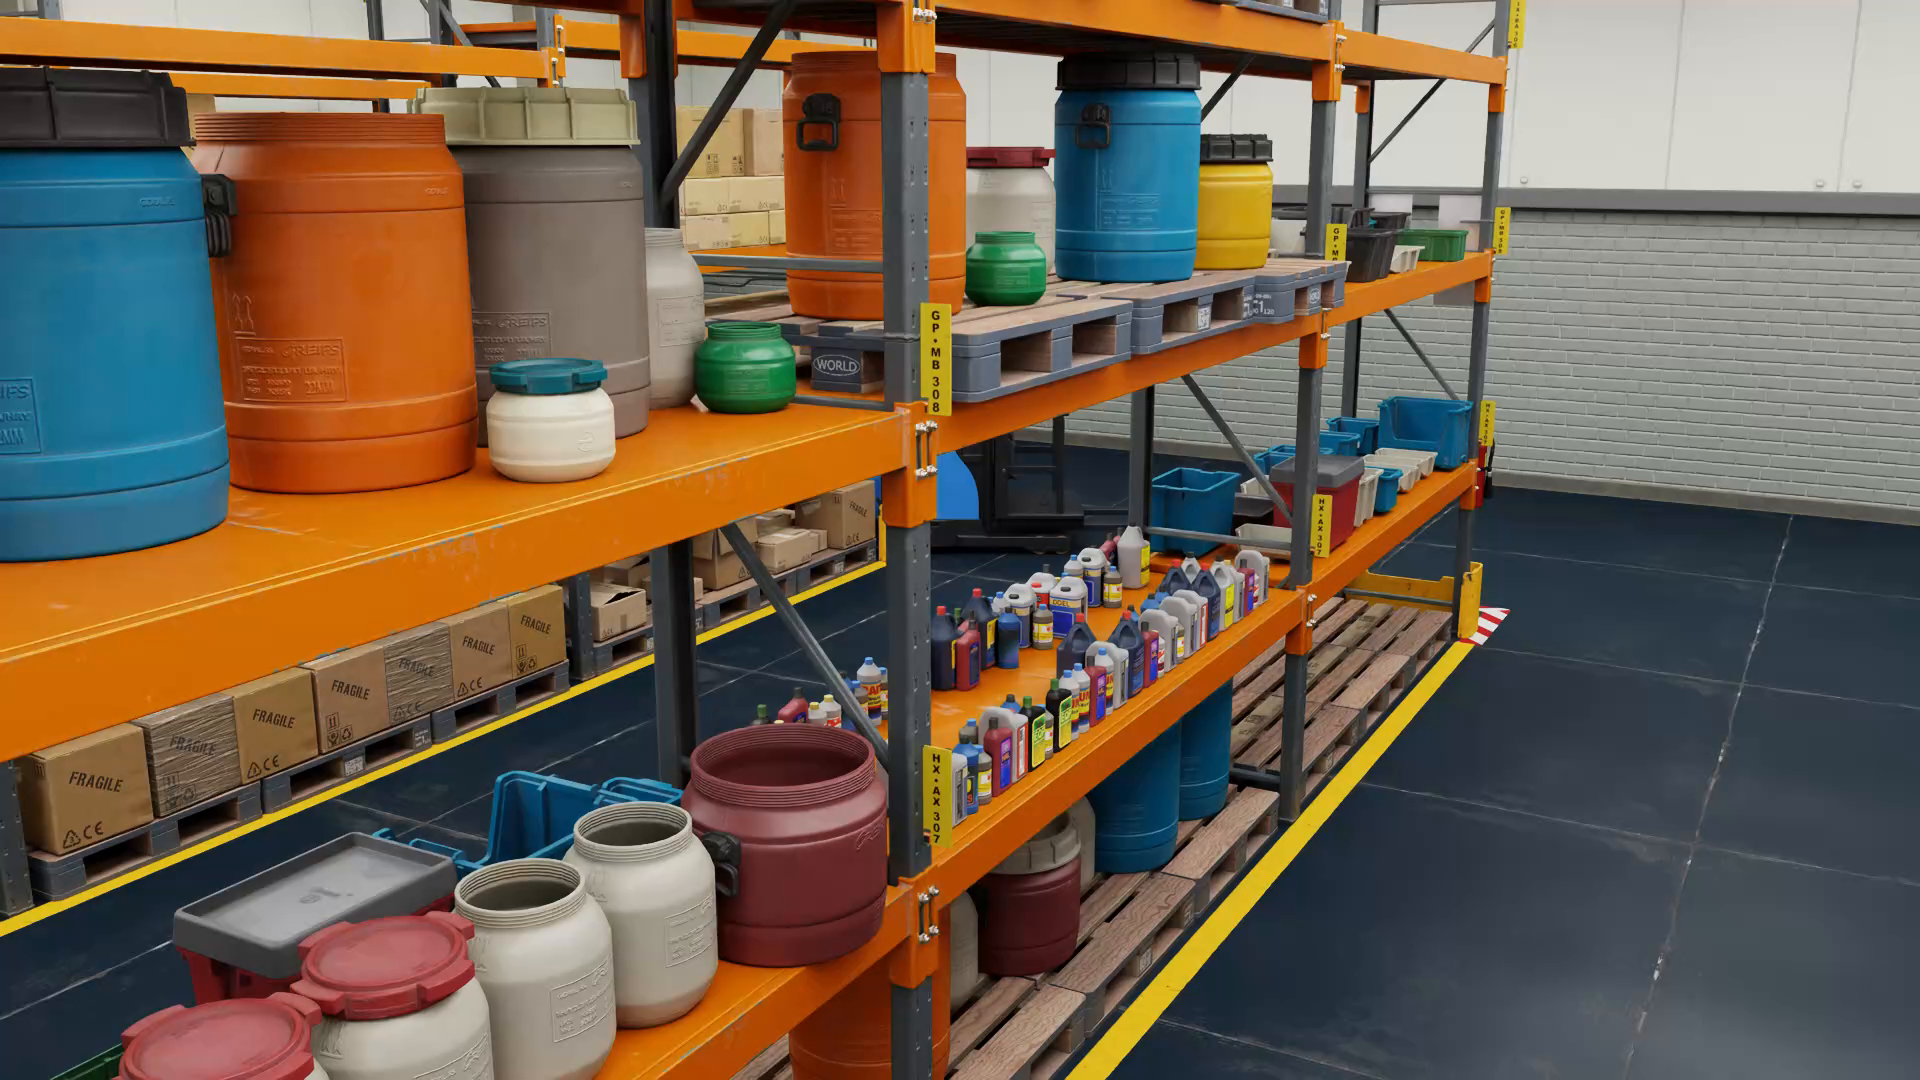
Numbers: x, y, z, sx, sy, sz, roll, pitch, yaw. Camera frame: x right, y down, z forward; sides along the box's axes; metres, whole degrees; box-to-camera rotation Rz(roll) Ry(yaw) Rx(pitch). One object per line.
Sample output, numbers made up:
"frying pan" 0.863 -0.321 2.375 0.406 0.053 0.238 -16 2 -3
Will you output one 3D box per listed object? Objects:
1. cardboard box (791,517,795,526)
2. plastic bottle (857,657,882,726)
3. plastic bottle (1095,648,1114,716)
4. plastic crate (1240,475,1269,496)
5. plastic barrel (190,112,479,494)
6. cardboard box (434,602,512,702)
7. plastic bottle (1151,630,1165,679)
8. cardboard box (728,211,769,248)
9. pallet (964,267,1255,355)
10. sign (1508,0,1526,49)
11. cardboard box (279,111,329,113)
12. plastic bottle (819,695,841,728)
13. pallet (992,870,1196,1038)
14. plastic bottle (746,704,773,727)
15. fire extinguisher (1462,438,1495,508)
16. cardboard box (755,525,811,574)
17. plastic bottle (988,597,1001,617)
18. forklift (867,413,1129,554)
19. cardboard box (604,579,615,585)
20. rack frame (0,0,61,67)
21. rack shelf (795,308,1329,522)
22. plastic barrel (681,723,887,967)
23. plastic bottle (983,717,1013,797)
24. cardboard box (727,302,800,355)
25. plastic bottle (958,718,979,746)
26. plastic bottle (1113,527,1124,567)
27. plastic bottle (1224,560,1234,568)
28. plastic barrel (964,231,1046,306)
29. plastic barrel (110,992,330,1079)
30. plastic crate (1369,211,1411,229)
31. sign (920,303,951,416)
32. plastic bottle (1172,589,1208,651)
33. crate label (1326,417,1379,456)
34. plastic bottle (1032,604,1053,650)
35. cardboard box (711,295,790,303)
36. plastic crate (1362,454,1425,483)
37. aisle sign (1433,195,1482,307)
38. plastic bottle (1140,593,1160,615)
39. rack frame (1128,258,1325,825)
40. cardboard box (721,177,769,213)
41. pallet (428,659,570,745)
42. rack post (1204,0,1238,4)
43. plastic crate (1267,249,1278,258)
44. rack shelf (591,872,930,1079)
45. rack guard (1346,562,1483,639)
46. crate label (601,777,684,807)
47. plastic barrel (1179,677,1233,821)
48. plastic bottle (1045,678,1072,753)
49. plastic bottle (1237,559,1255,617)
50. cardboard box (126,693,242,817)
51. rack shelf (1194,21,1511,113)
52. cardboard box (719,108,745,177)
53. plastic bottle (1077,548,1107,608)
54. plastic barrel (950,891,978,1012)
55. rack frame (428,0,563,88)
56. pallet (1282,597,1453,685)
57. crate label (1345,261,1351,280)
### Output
"cardboard box" -1.646 -0.122 14.463 0.380 0.166 0.250 7 15 28
"plastic bottle" -0.362 0.602 6.628 0.097 0.271 0.097 0 14 0
"plastic bottle" 0.575 0.572 6.751 0.097 0.271 0.097 0 14 0
"plastic crate" 1.957 -0.294 10.502 0.293 0.136 0.466 7 15 28
"plastic barrel" -1.458 -0.570 3.896 0.600 0.830 0.708 7 15 28
"cardboard box" -3.190 0.672 10.456 0.500 0.500 0.500 7 15 28
"plastic bottle" 0.841 0.493 7.228 0.097 0.201 0.097 0 14 0
"cardboard box" -1.777 -2.328 12.425 0.500 0.250 0.500 7 15 28
"pallet" 0.539 -0.963 6.846 1.003 0.211 1.213 7 15 28
"sign" 3.802 -3.523 11.349 0.100 0.325 0.005 7 15 28
"cardboard box" -5.972 -3.557 14.813 0.500 0.500 0.500 7 15 26
"plastic bottle" -0.503 0.696 6.388 0.097 0.201 0.097 0 14 0
"pallet" 0.380 1.759 7.503 1.003 0.211 1.213 7 15 28
"plastic bottle" -0.733 0.745 6.010 0.061 0.283 0.133 7 15 28
"fire extinguisher" 3.783 -0.583 12.227 0.296 0.674 0.183 7 15 28
"cardboard box" -1.555 0.070 13.488 0.500 0.250 0.500 7 15 28
"plastic bottle" 0.134 0.391 7.501 0.097 0.271 0.097 0 14 0
"forklift" 0.623 -1.423 14.900 3.031 2.935 1.130 0 14 1
"cardboard box" -2.800 0.376 12.434 0.380 0.149 0.250 7 15 28
"rack frame" -7.294 -4.040 12.808 1.000 3.000 0.127 7 15 28
"rack shelf" 0.412 -0.699 6.886 1.077 0.370 4.000 7 15 28
"plastic barrel" -0.514 0.883 4.898 0.600 0.536 0.708 7 15 28
"plastic bottle" 0.136 0.762 5.939 0.061 0.283 0.133 7 15 28
"cardboard box" -1.487 -1.585 13.080 0.500 0.500 0.500 8 16 30
"plastic bottle" 0.042 0.759 6.127 0.097 0.201 0.097 0 14 0
"plastic bottle" 0.828 0.082 8.757 0.061 0.283 0.133 7 15 28
"plastic bottle" 1.353 0.202 8.434 0.097 0.201 0.097 0 14 0
"plastic barrel" 0.158 -0.959 5.862 0.294 0.245 0.294 0 14 0
"plastic barrel" -1.480 1.252 3.367 0.433 0.535 0.433 0 14 0
"plastic crate" 2.882 -2.169 11.726 0.497 0.269 0.590 7 15 28
"sign" -0.070 -0.527 4.859 0.100 0.325 0.005 7 15 28
"plastic bottle" 1.050 0.355 7.642 0.152 0.276 0.135 7 15 28
"crate label" 2.905 -0.756 12.216 0.416 0.233 0.303 7 15 28
"plastic bottle" 0.380 0.395 7.636 0.097 0.201 0.097 0 14 0
"cardboard box" -1.714 -1.749 13.759 0.500 0.500 0.500 8 15 29
"plastic crate" 2.924 -0.477 11.264 0.396 0.136 0.243 7 15 28
"aisle sign" 3.603 -2.067 11.878 0.394 0.787 0.004 7 15 28
"plastic bottle" 0.867 0.374 7.571 0.097 0.271 0.097 0 14 0
"rack frame" 1.378 -0.001 8.855 1.000 3.000 0.127 7 15 28
"cardboard box" -1.770 -2.570 12.363 0.500 0.250 0.500 7 15 28
"pallet" -3.316 0.964 10.803 1.003 0.211 1.213 7 15 28
"rack post" 0.511 -2.245 6.428 0.937 0.300 0.954 9 16 34
"plastic crate" 1.660 -1.635 9.796 0.293 0.136 0.466 7 15 28
"rack shelf" -1.522 1.579 3.833 1.077 0.370 4.000 7 15 28
"rack guard" 3.312 0.387 12.579 1.175 0.500 0.348 7 15 28
"crate label" -1.087 0.945 5.288 0.303 0.233 0.416 7 15 28
"plastic barrel" 1.101 0.924 8.597 0.600 0.901 0.708 7 15 28
"plastic bottle" 0.377 0.659 6.364 0.061 0.283 0.133 7 15 28
"plastic bottle" 1.399 0.226 8.163 0.061 0.283 0.133 7 15 28
"cardboard box" -4.171 1.090 8.725 0.500 0.500 0.500 7 15 26
"rack shelf" 2.345 -2.784 9.985 1.077 0.370 4.000 7 15 28
"cardboard box" -2.043 -2.970 12.422 0.700 0.500 0.500 7 15 28
"plastic bottle" 0.644 0.186 8.344 0.152 0.276 0.135 7 15 28
"plastic barrel" -0.139 1.596 6.640 0.421 0.512 0.421 0 14 0
"rack frame" -2.956 -3.480 10.483 1.000 3.000 0.127 7 15 28
"pallet" 2.879 0.698 11.902 1.003 0.211 1.213 7 15 28
"crate label" 1.868 -1.399 8.815 0.293 0.136 0.466 7 15 28
